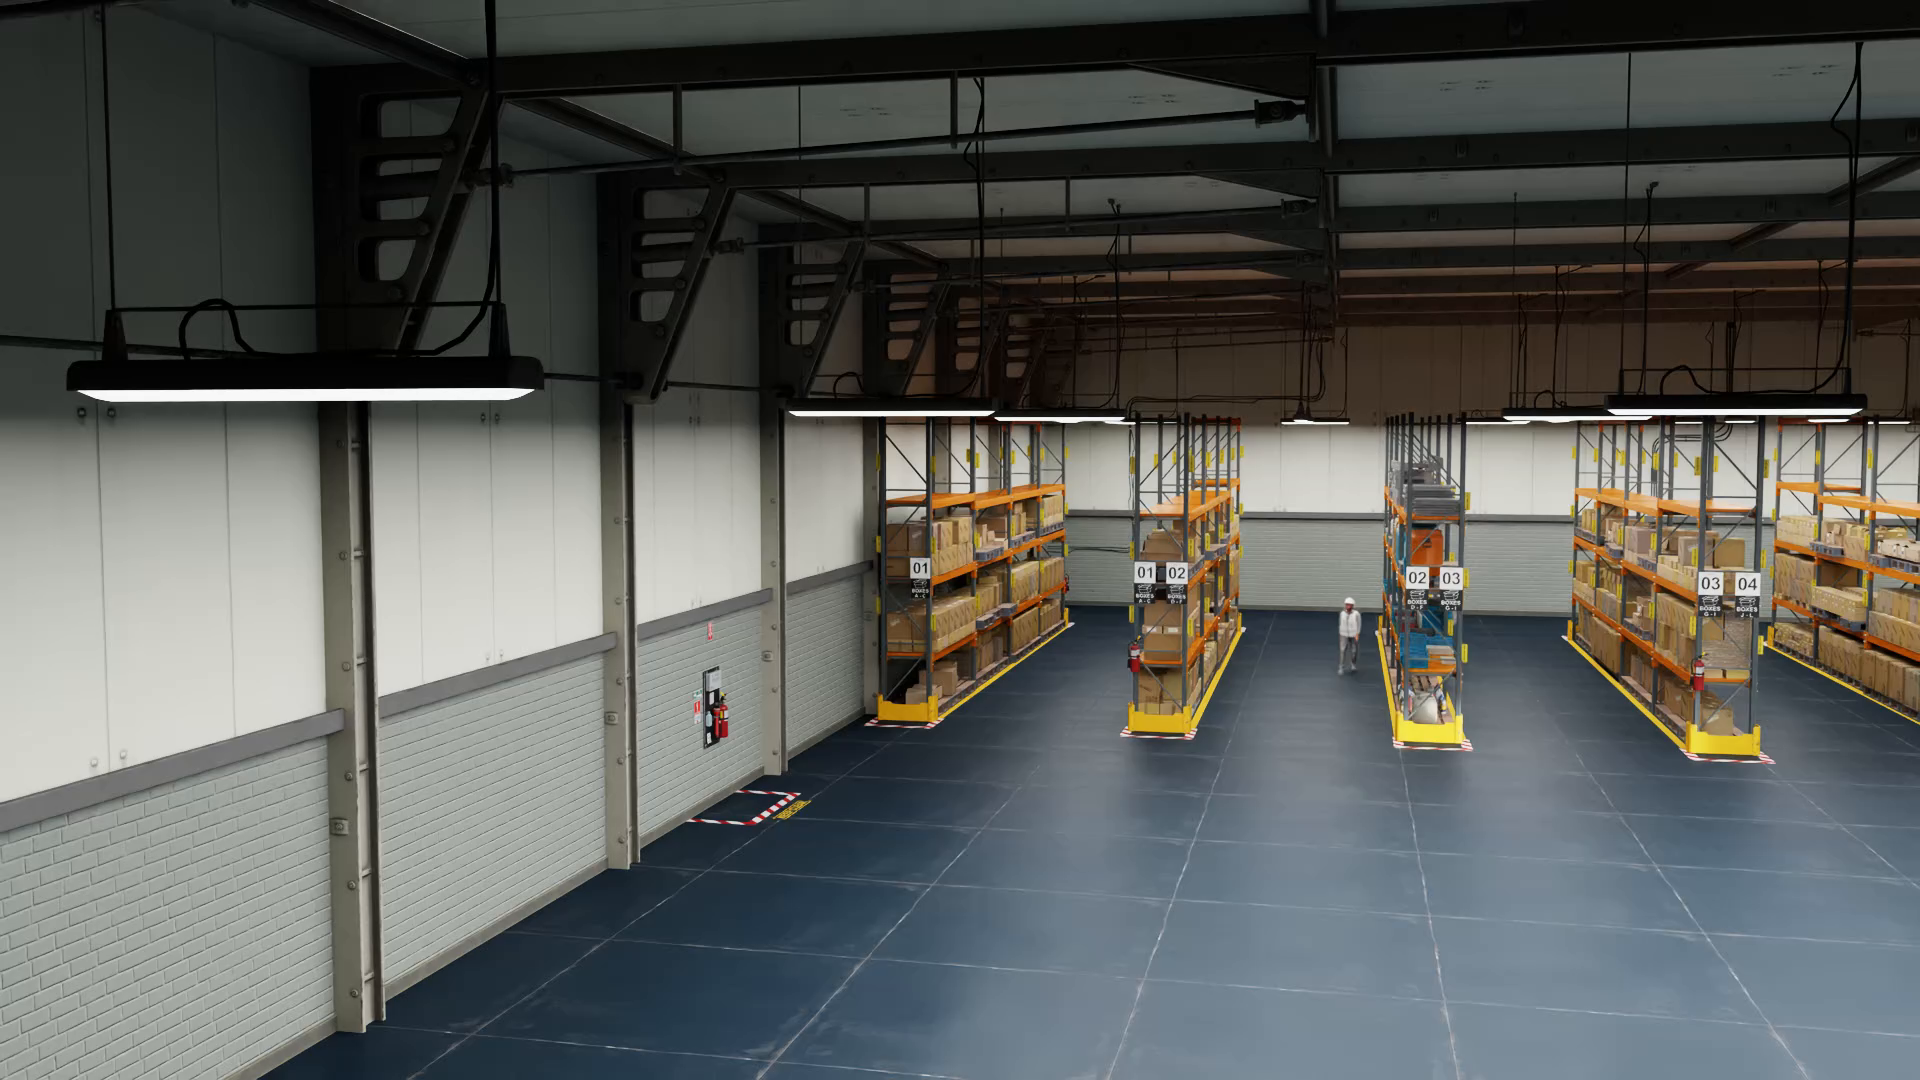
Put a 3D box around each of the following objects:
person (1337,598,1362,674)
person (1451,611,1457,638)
[{"bbox_3d":[9.076,2.217,38.715,0.546,1.731,1.004,2,4,21],"label":"person"},{"bbox_3d":[13.181,1.810,44.847,0.447,1.761,0.672,0,4,6],"label":"person"}]
